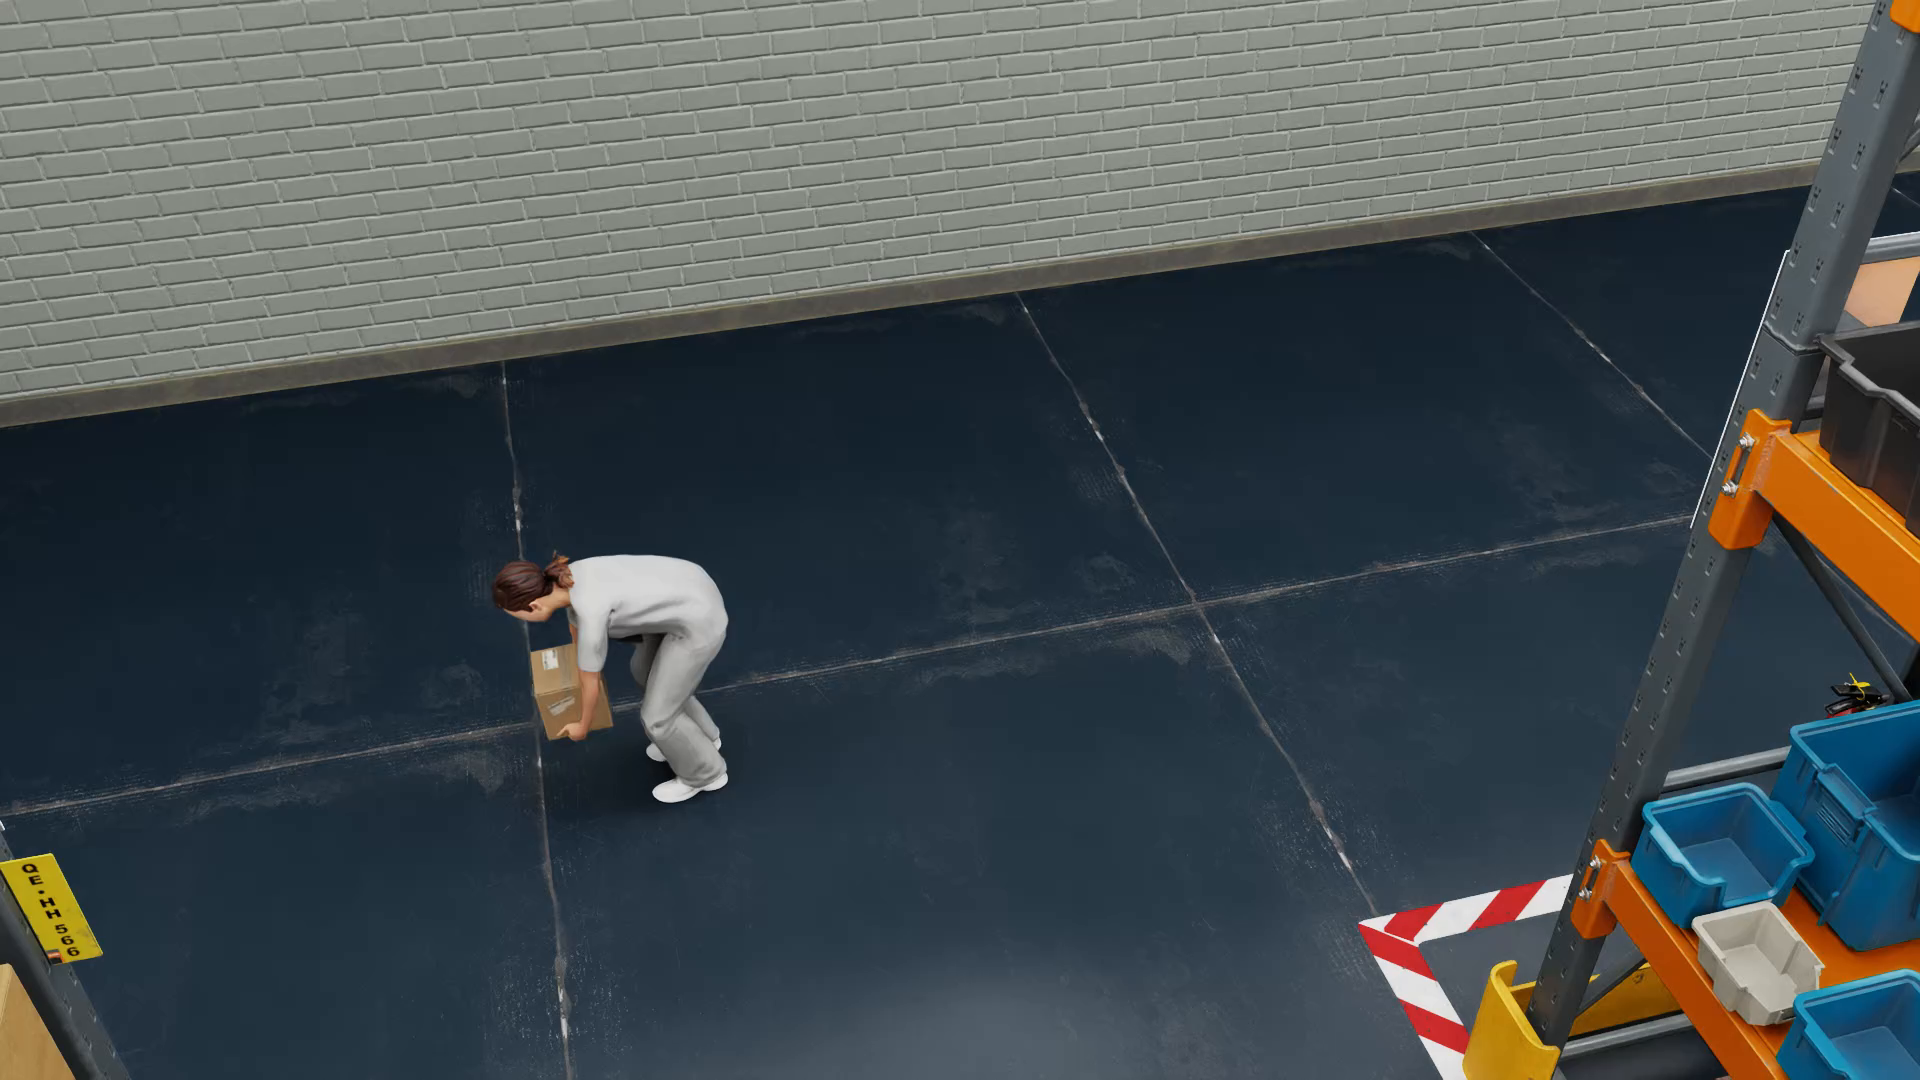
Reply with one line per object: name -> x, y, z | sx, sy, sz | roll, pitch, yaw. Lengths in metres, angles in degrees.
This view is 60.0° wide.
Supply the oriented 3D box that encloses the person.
person -> -1.304, 0.509, 6.443 | 0.837, 1.216, 0.434 | -11, 40, -13
